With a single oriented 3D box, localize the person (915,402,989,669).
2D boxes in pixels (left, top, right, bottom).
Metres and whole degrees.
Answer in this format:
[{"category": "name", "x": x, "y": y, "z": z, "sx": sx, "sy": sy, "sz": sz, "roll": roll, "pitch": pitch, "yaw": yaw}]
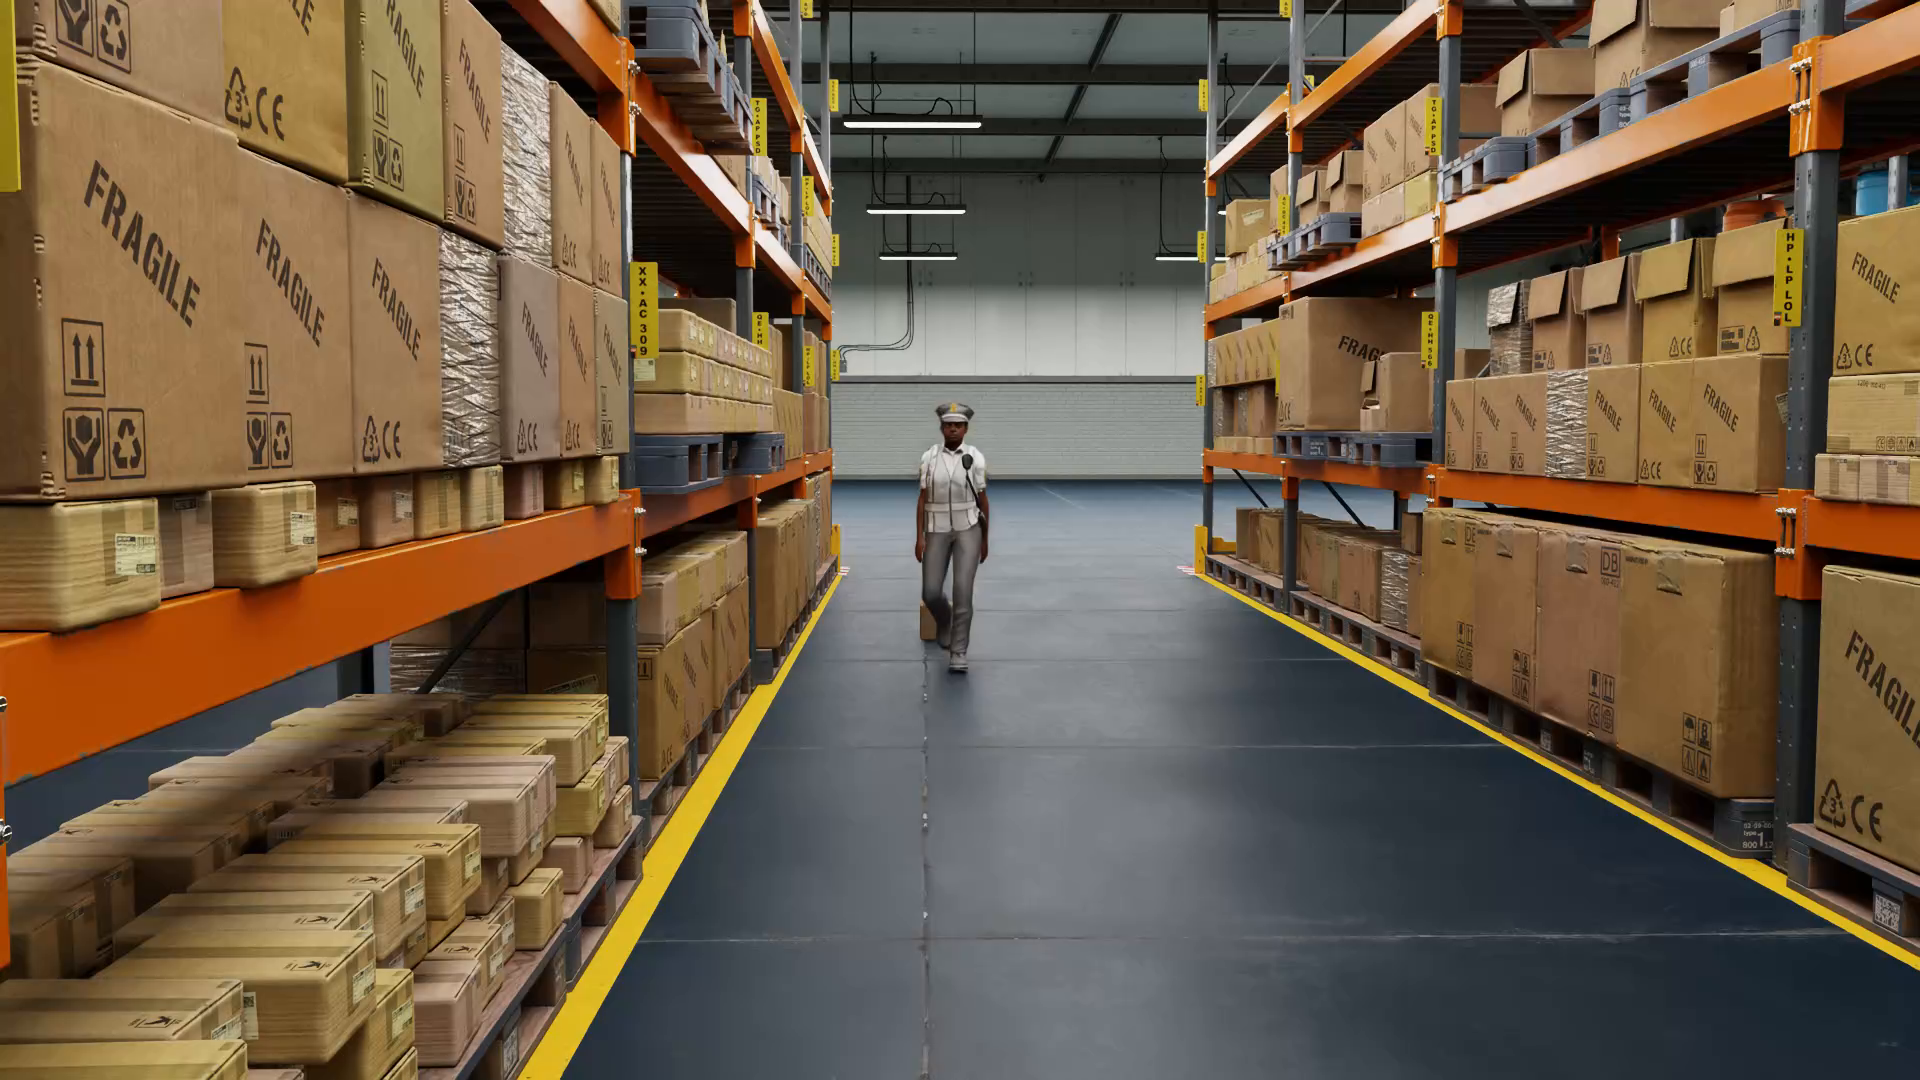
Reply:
[{"category": "person", "x": -0.046, "y": -0.042, "z": 10.654, "sx": 0.465, "sy": 1.675, "sz": 0.663, "roll": 0, "pitch": 4, "yaw": 6}]
